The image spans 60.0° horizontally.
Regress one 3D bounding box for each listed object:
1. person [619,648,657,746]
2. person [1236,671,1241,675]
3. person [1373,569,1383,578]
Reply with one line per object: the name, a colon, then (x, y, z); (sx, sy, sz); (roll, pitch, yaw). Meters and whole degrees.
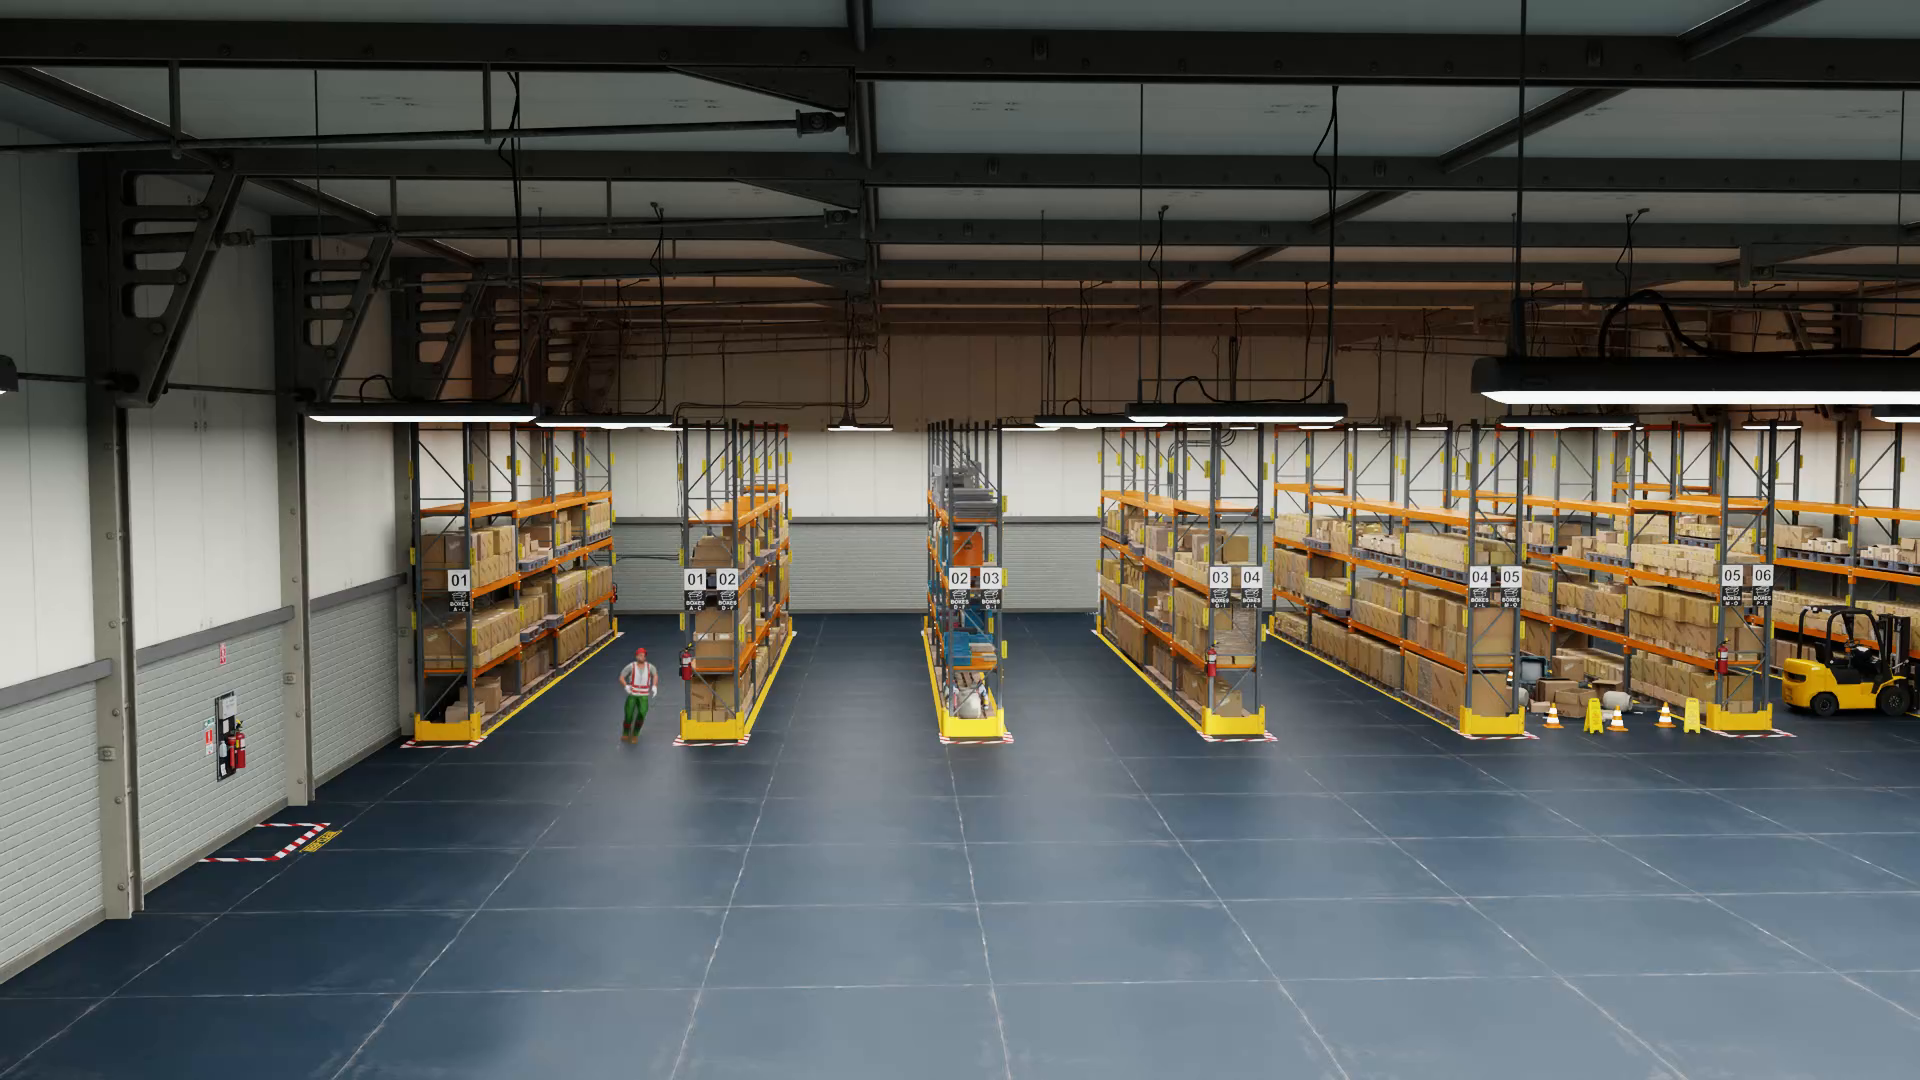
person: (-5.939, 2.882, 30.742); (0.719, 1.780, 0.668); (-1, 4, -15)
person: (6.580, 2.294, 39.801); (0.606, 1.646, 0.874); (0, 4, -7)
person: (12.420, 1.659, 49.515); (0.981, 1.792, 0.656); (0, 4, -6)
